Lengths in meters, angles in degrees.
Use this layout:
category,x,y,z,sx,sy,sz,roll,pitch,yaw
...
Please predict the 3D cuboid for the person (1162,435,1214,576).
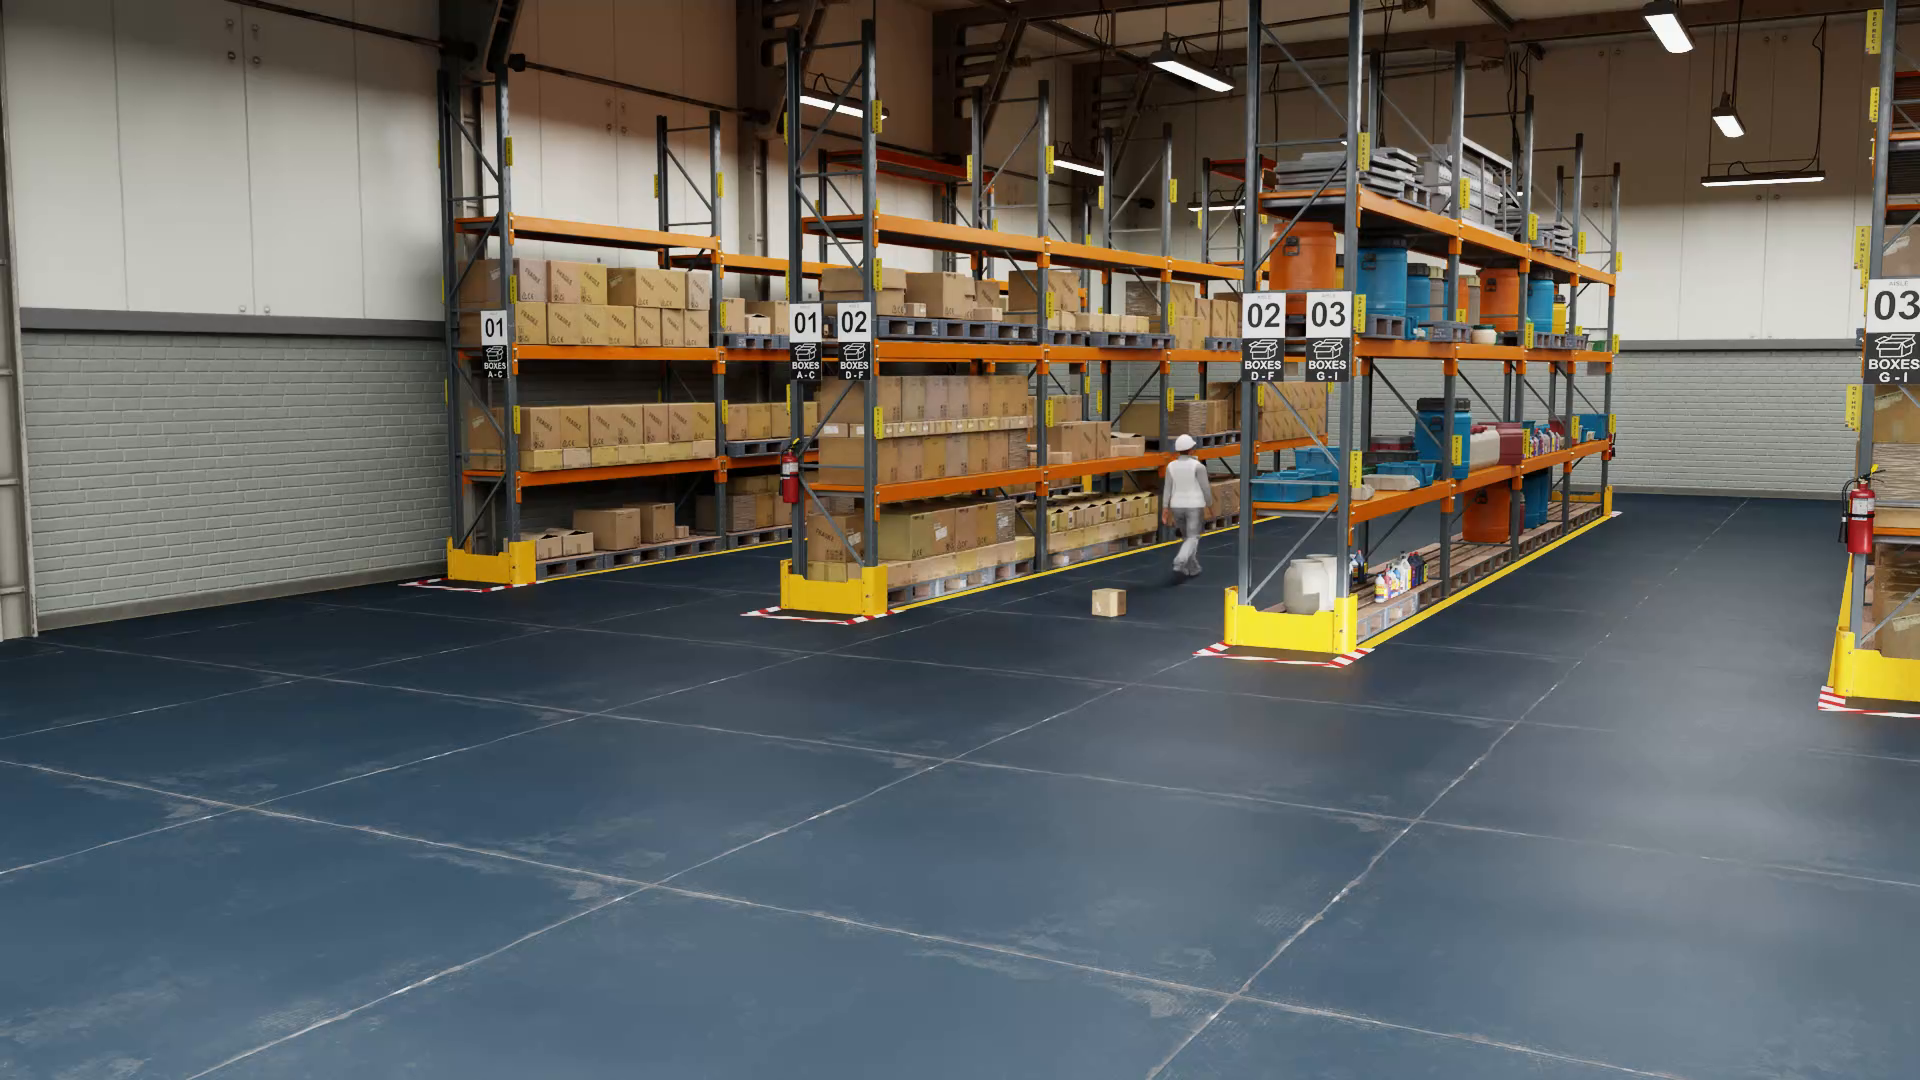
category,x,y,z,sx,sy,sz,roll,pitch,yaw
person,2.750,-0.401,19.968,0.558,1.727,1.013,4,7,36
